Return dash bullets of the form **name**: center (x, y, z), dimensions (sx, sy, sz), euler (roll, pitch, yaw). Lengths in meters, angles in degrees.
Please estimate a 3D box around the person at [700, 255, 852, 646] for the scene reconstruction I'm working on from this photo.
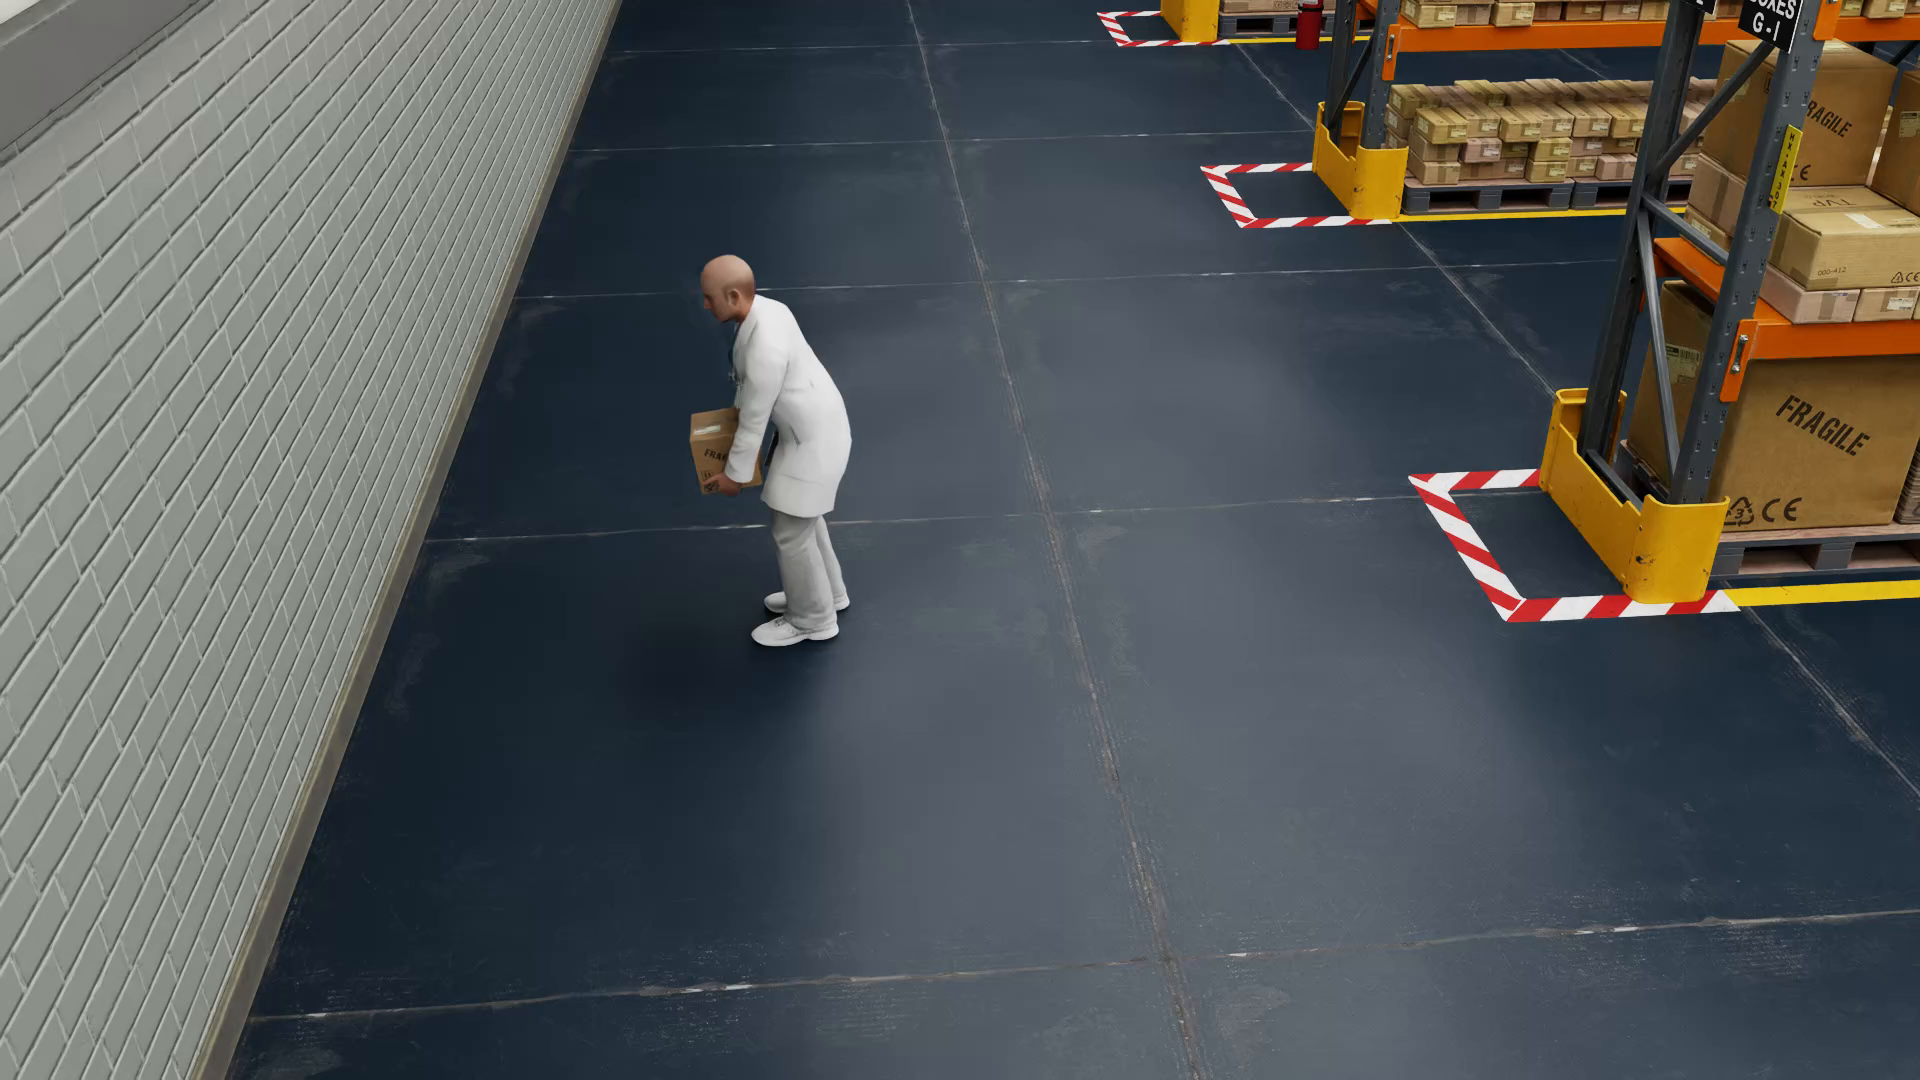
- **person**: center (-0.753, -0.367, 6.833), dimensions (0.614, 1.717, 0.530), euler (-3, 31, -5)
